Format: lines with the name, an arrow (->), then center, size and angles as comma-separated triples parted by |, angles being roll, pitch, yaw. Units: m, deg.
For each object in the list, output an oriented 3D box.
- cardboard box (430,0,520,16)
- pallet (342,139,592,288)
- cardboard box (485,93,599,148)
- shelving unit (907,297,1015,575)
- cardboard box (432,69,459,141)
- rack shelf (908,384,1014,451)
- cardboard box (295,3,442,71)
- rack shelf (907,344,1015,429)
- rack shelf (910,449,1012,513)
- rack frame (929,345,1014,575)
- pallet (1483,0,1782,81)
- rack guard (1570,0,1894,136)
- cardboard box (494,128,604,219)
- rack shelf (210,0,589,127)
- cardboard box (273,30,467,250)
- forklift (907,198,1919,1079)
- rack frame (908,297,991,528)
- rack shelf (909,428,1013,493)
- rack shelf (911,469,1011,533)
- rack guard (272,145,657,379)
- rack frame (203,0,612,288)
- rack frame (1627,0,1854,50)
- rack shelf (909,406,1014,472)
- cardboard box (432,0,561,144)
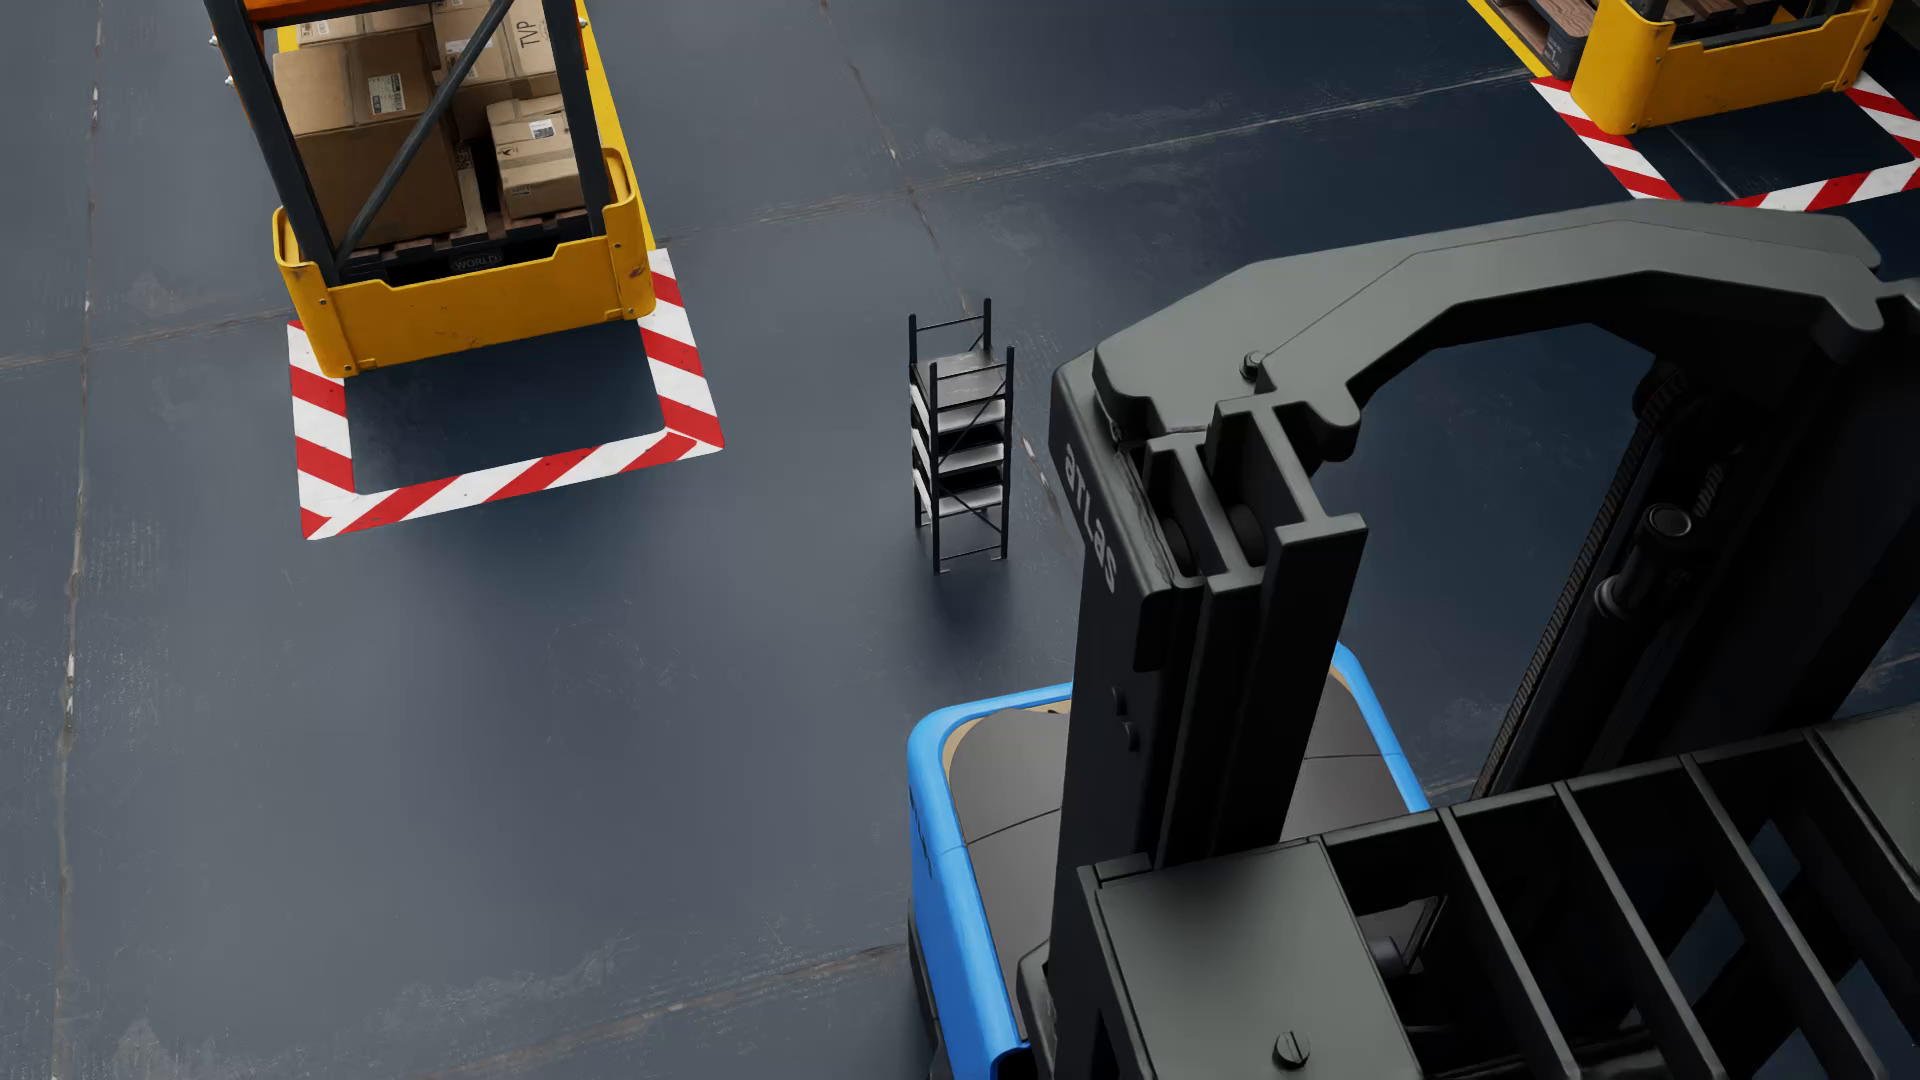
cardboard box -> -1.844, -2.158, 6.618 | 0.500, 0.250, 0.500 | -13, 51, -11
pallet -> -1.918, -1.450, 6.334 | 1.003, 0.211, 1.213 | -13, 51, -11
cardboard box -> -1.528, -1.506, 6.123 | 0.380, 0.166, 0.250 | -13, 51, -11
shelving unit -> 0.002, -0.284, 4.901 | 0.258, 0.900, 0.210 | -13, 51, -11
cardboard box -> -2.089, -1.597, 6.200 | 0.380, 0.166, 0.250 | -13, 51, -11
rack shelf -> 0.002, -0.379, 4.789 | 0.258, 0.077, 0.200 | -13, 51, -11
cardboard box -> -2.307, -2.009, 6.492 | 0.500, 0.250, 0.500 | -13, 51, -11
rack shelf -> 0.002, -0.437, 4.720 | 0.258, 0.077, 0.200 | -13, 51, -11
rack shelf -> 0.002, -0.205, 4.995 | 0.258, 0.077, 0.200 | -13, 51, -11
rack frame -> 0.032, -0.210, 4.838 | 0.240, 0.900, 0.006 | -13, 51, -11
pallet -> 2.761, -2.501, 7.221 | 1.003, 0.211, 1.213 | -13, 51, -11
rack guard -> 3.079, -2.011, 6.618 | 1.175, 0.500, 0.348 | -13, 51, -11
cardboard box -> -1.454, -1.318, 5.976 | 0.380, 0.149, 0.250 | -13, 51, -11
rack shelf -> -2.250, -2.940, 6.237 | 1.077, 0.370, 4.000 | -13, 51, -11
cardboard box -> -2.055, -1.389, 5.806 | 0.500, 0.500, 0.500 | -13, 51, -11
forklift -> 0.717, 1.128, 2.382 | 1.130, 2.935, 3.031 | -11, 51, -9
rack frame -> -0.028, -0.358, 4.964 | 0.240, 0.900, 0.006 | -13, 51, -11
rack shelf -> 0.002, -0.263, 4.926 | 0.258, 0.077, 0.200 | -13, 51, -11
rack shelf -> 0.002, -0.147, 5.064 | 0.258, 0.077, 0.200 | -13, 51, -11
rack guard -> -1.681, -0.961, 5.733 | 1.175, 0.500, 0.348 | -13, 51, -11
rack frame -> -1.659, -1.711, 4.731 | 1.000, 3.000, 0.127 | -13, 51, -11
rack frame -> 3.072, -2.834, 5.677 | 1.000, 3.000, 0.127 | -13, 51, -11
rack shelf -> 0.002, -0.321, 4.858 | 0.258, 0.077, 0.200 | -13, 51, -11
cardboard box -> -1.696, -1.793, 6.310 | 0.500, 0.250, 0.500 | -13, 51, -11
